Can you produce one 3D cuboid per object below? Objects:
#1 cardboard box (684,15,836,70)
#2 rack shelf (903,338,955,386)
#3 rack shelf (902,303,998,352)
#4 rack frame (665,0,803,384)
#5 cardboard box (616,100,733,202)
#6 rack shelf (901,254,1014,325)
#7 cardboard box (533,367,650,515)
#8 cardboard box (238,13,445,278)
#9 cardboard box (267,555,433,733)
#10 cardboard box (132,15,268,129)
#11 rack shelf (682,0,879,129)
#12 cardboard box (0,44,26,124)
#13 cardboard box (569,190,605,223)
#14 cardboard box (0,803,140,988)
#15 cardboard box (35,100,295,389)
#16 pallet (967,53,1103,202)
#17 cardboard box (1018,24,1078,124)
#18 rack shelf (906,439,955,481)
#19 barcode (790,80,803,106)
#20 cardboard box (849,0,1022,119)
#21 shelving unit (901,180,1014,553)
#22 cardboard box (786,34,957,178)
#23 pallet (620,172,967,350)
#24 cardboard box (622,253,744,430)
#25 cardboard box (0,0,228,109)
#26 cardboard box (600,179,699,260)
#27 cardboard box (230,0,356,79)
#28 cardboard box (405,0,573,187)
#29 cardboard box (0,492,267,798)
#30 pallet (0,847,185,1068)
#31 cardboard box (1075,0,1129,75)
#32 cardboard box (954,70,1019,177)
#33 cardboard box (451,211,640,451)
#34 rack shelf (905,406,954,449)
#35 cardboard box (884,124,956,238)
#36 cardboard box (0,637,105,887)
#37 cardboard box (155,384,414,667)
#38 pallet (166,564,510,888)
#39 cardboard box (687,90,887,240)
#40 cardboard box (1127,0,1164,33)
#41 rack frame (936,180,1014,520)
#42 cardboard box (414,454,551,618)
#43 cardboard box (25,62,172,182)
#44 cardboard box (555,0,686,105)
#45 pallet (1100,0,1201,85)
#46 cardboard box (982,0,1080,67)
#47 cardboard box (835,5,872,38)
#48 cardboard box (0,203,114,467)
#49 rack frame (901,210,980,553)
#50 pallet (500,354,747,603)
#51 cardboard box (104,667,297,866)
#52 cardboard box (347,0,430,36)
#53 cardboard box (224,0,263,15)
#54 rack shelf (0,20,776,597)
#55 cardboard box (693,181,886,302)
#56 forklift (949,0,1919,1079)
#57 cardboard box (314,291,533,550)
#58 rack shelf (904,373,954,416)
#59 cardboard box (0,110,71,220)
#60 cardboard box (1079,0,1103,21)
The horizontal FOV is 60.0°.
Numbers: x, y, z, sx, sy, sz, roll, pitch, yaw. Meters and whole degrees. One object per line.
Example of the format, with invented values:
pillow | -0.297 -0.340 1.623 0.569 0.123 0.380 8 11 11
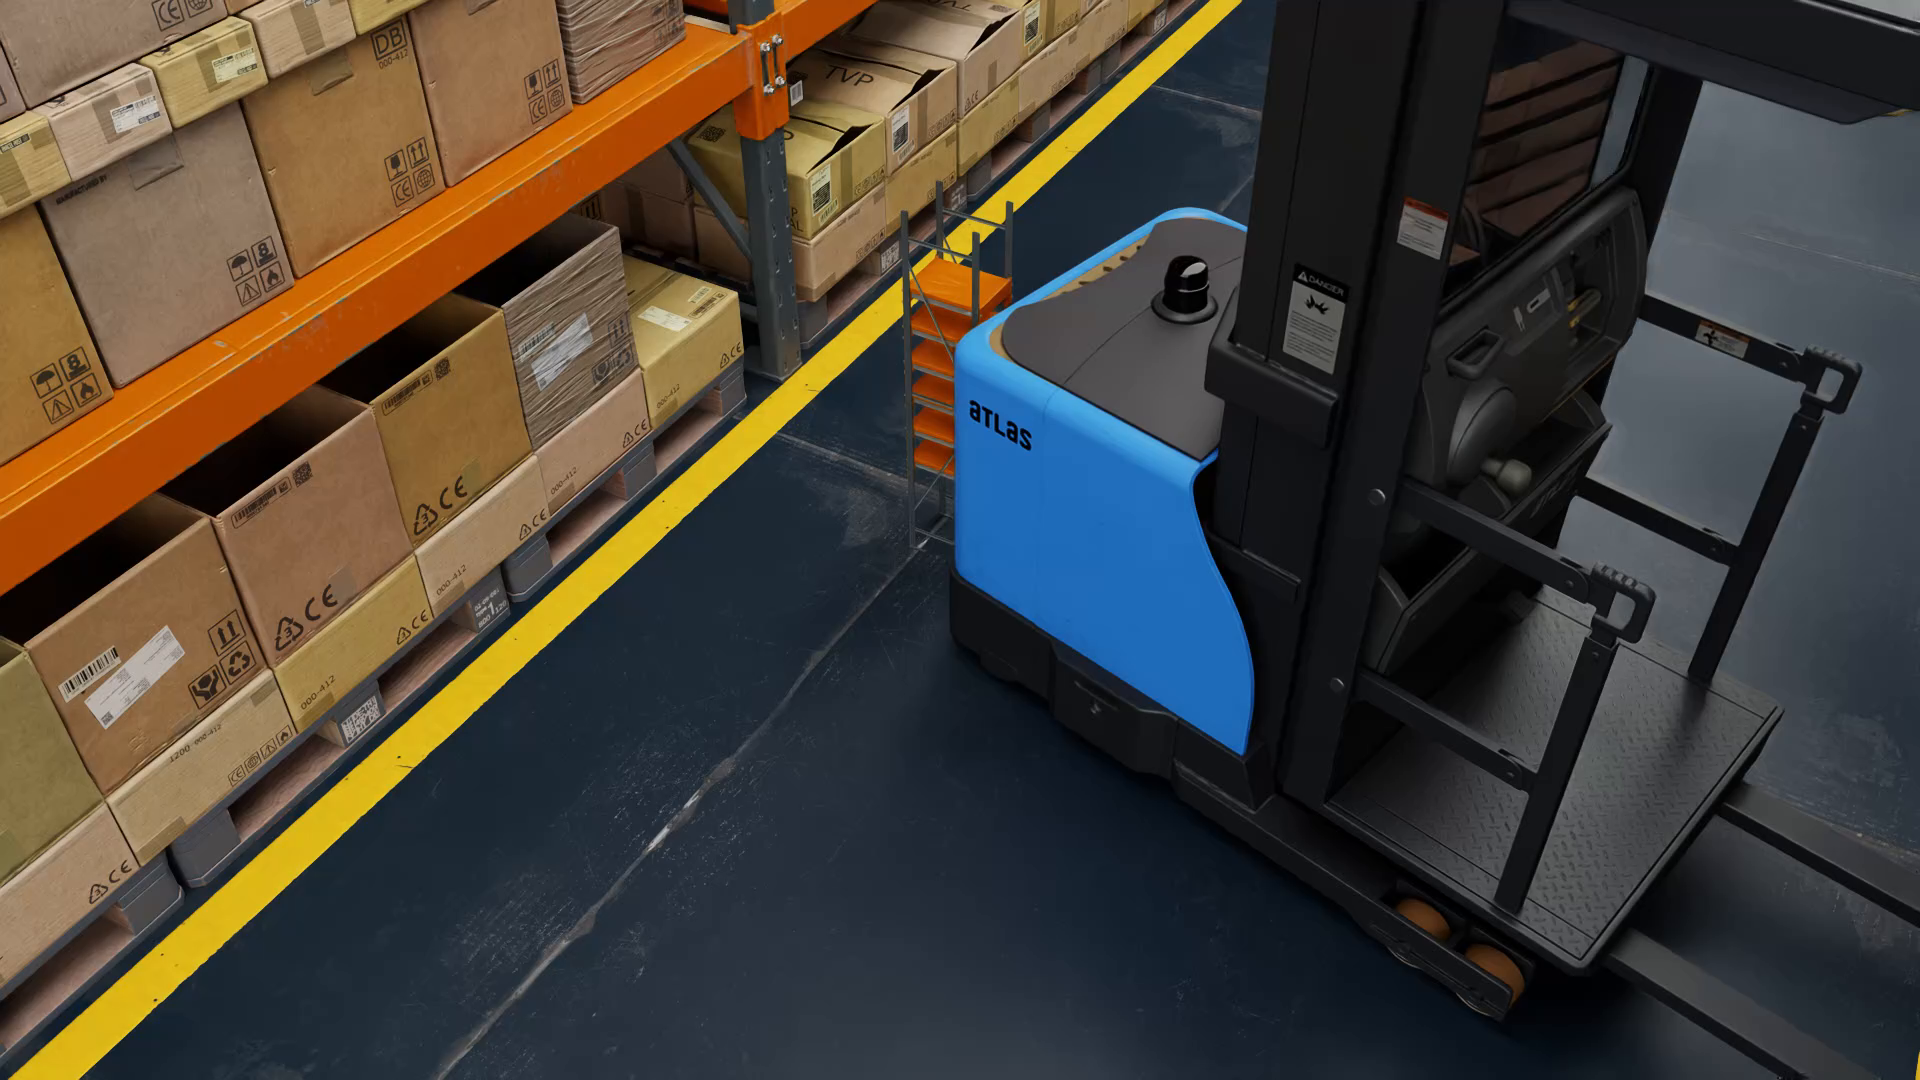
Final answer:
cardboard box | -0.818 -1.841 6.409 0.500 0.311 0.500 22 46 23
rack shelf | -0.007 -0.499 4.794 0.258 0.103 0.180 21 45 22
rack shelf | -0.007 -0.589 4.715 0.258 0.103 0.180 21 45 22
rack frame | -1.027 -1.879 5.113 1.000 3.000 0.127 21 45 22
cardboard box | -1.073 -1.541 6.069 0.500 0.311 0.500 21 45 22
rack shelf | -0.007 -0.679 4.635 0.258 0.103 0.180 21 45 22
cardboard box | -1.329 -0.384 5.179 0.500 0.250 0.500 21 45 22
cardboard box | -1.757 -1.070 4.120 0.700 0.500 0.500 22 46 23
cardboard box | -1.816 0.194 4.523 0.500 0.250 0.500 21 45 22
cardboard box | -1.745 -1.054 3.611 0.380 0.149 0.250 22 46 23
rack shelf | -0.027 -2.753 6.651 1.077 0.370 4.000 21 45 22
cardboard box | -2.248 -0.999 3.057 0.700 0.500 0.500 21 46 22
cardboard box | -1.531 -1.124 5.452 0.500 0.500 0.500 21 45 22
cardboard box | -2.321 0.764 3.876 0.500 0.250 0.500 21 45 22
cardboard box | -2.012 -0.777 3.787 0.700 0.500 0.500 22 46 23
pallet | -0.083 -1.967 7.324 1.003 0.211 1.213 21 45 22
cardboard box | 0.158 -2.033 7.052 0.500 0.250 0.500 22 46 23
rack shelf | -0.007 -0.229 5.032 0.258 0.103 0.180 21 45 22
barcode | -0.539 -1.474 5.486 0.001 0.075 0.075 21 45 22
cardboard box | -0.092 -1.950 6.533 0.500 0.311 0.500 19 45 21
shelving unit | -0.007 -0.442 4.844 0.258 1.200 0.189 21 45 22
cardboard box | -0.350 -1.653 6.196 0.500 0.311 0.500 20 45 22
pallet | -0.693 -1.267 6.528 1.003 0.211 1.213 21 45 22
cardboard box | -1.070 -0.667 5.500 0.500 0.250 0.500 21 45 22
cardboard box | -1.997 -1.285 3.383 0.700 0.500 0.500 21 46 22
cardboard box | -1.071 -1.337 6.262 0.500 0.250 0.500 20 45 22
cardboard box | -1.615 -1.207 3.784 0.380 0.149 0.250 22 46 23
cardboard box | -1.502 -1.356 4.445 0.700 0.500 0.500 20 45 22
cardboard box | -2.080 0.193 3.957 0.500 0.500 0.500 21 45 22
pallet | -2.683 1.005 3.949 1.003 0.211 1.213 21 45 22
cardboard box | 0.413 -2.328 7.387 0.500 0.250 0.500 22 46 23
cardboard box | -0.097 -1.742 6.722 0.500 0.250 0.500 20 45 21
cardboard box | -1.331 -0.666 4.932 0.500 0.500 0.500 21 45 22
rack shelf | -0.007 -0.319 4.953 0.258 0.103 0.180 21 45 22
cardboard box | -0.354 -1.445 6.384 0.500 0.250 0.500 22 46 23
cardboard box | -2.320 0.483 3.627 0.500 0.500 0.500 21 45 22
cardboard box | -1.815 -0.088 4.275 0.500 0.500 0.500 21 45 22
pallet | -2.071 0.310 4.738 1.003 0.211 1.213 21 45 22
cardboard box | -0.605 -1.369 5.873 0.500 0.311 0.500 21 46 22
cardboard box | 0.667 -2.615 7.713 0.500 0.250 0.500 20 45 22
rack frame | 0.039 -0.494 4.904 0.240 1.200 0.006 21 45 22
cardboard box | -1.566 -0.093 4.848 0.500 0.250 0.500 21 45 22
cardboard box | -1.876 -0.903 3.440 0.380 0.149 0.250 21 46 22
cardboard box | -1.244 -1.660 4.790 0.700 0.500 0.500 20 45 21
pallet | 0.528 -2.663 8.114 1.003 0.211 1.213 21 45 22
cardboard box | 0.163 -2.249 6.872 0.500 0.311 0.500 22 46 23
cardboard box | -0.566 -2.126 6.733 0.500 0.311 0.500 21 45 22
cardboard box | -2.272 -0.474 3.443 0.700 0.500 0.500 21 46 22
rack frame | -0.053 -0.390 4.785 0.240 1.200 0.006 21 45 22
pallet | -1.462 -0.391 5.534 1.003 0.211 1.213 21 45 22
cardboard box | -2.071 0.478 4.200 0.500 0.250 0.500 21 45 22
cardboard box | -1.489 -1.351 3.948 0.380 0.149 0.250 21 45 22
cardboard box | -1.747 -1.571 3.707 0.700 0.500 0.500 21 45 22
rack shelf | -2.028 -0.464 4.052 1.077 0.370 4.000 21 45 22
cardboard box | -0.611 -1.153 6.052 0.500 0.250 0.500 20 45 21
forklift | 1.388 -0.365 3.446 3.031 2.935 1.130 32 50 31
cardboard box | -1.577 -0.378 4.605 0.500 0.500 0.500 21 45 22
rack shelf | -0.007 -0.409 4.873 0.258 0.103 0.180 21 45 22
cardboard box | -2.004 -0.762 3.279 0.380 0.149 0.250 20 45 22
cardboard box | 0.416 -2.535 7.197 0.500 0.311 0.500 21 45 22
